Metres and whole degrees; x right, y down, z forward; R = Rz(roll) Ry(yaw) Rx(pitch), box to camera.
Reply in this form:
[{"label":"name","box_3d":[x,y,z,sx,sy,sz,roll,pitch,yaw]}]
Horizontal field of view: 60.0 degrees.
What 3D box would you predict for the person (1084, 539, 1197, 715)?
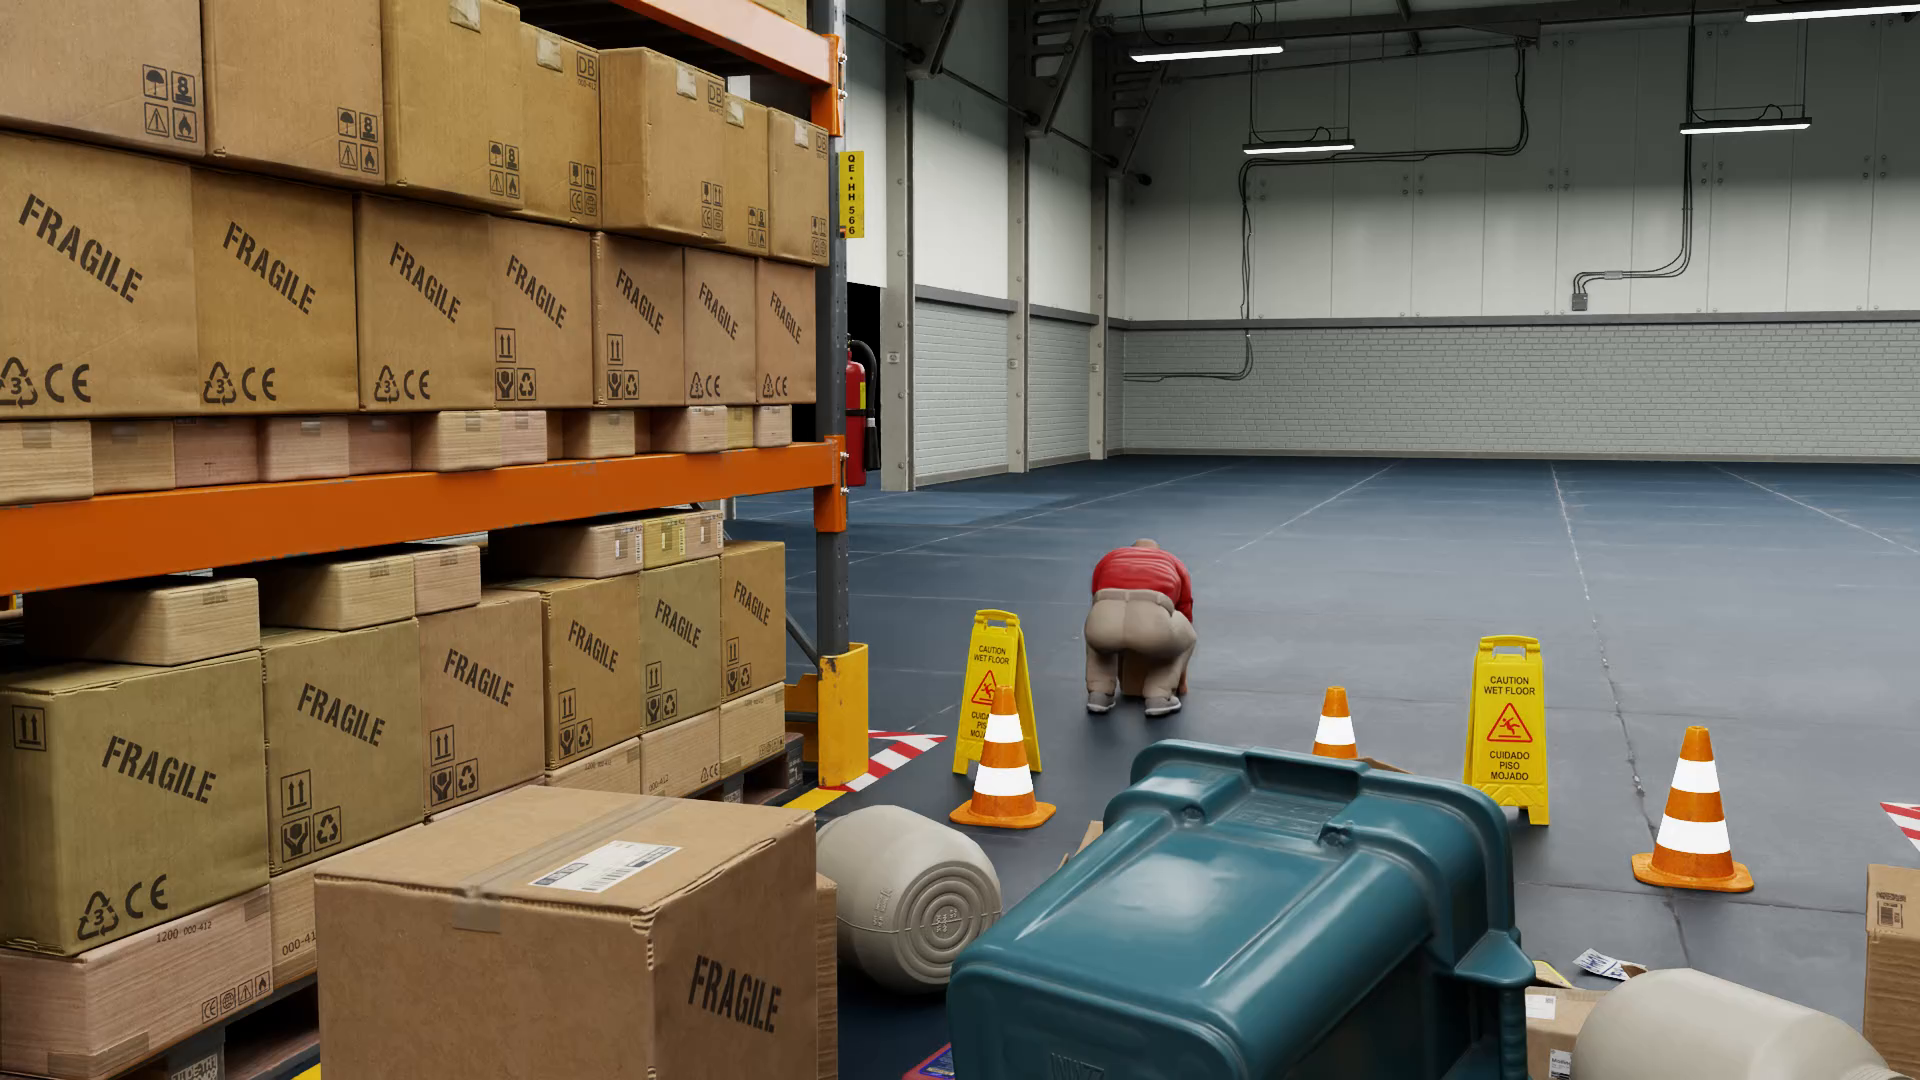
[{"label":"person","box_3d":[0.854,0.437,7.940,0.536,0.822,0.912,2,5,18]}]
